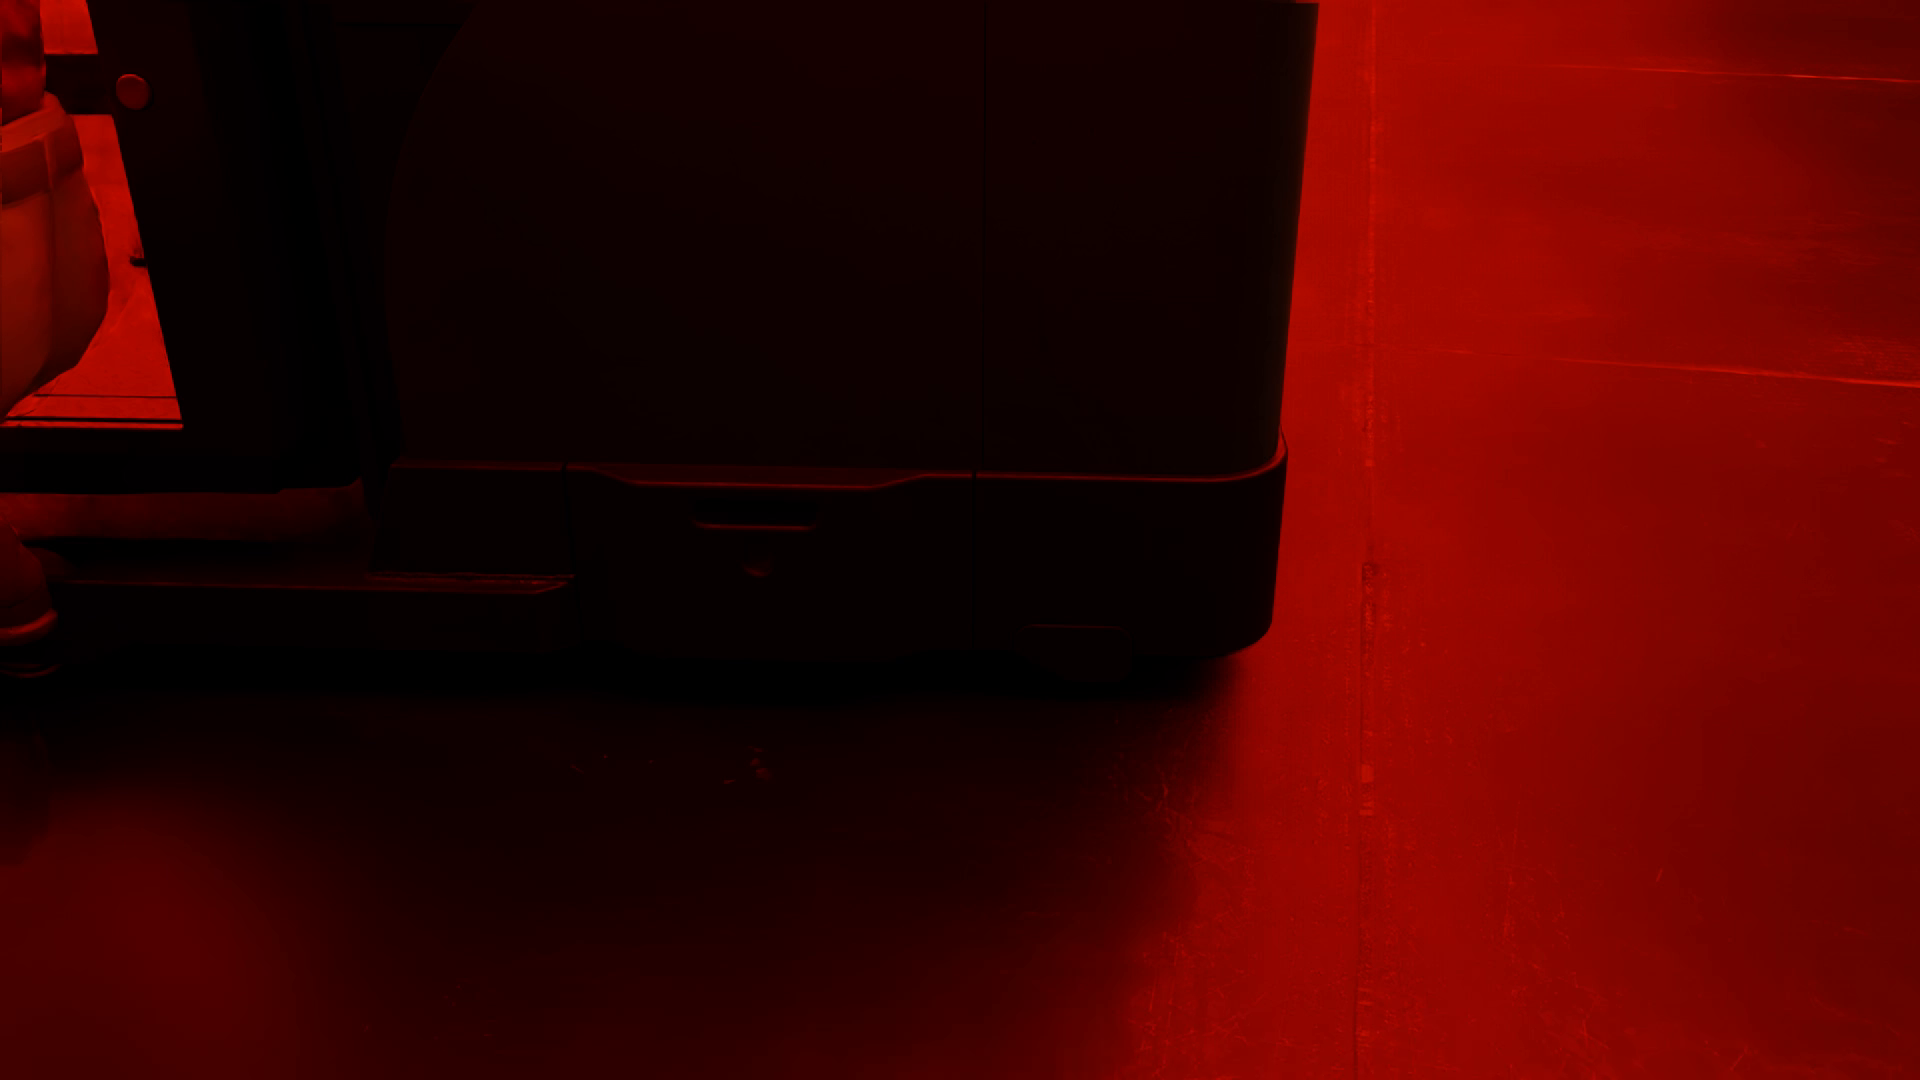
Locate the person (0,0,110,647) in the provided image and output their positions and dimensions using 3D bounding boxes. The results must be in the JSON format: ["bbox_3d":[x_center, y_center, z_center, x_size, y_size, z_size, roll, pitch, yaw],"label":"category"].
[{"bbox_3d":[-1.169,-0.301,1.407,0.789,1.460,0.917,-5,27,-10],"label":"person"}]

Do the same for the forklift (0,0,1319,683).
[{"bbox_3d":[-1.092,-1.367,1.955,3.031,2.935,1.130,1,27,2],"label":"forklift"}]
